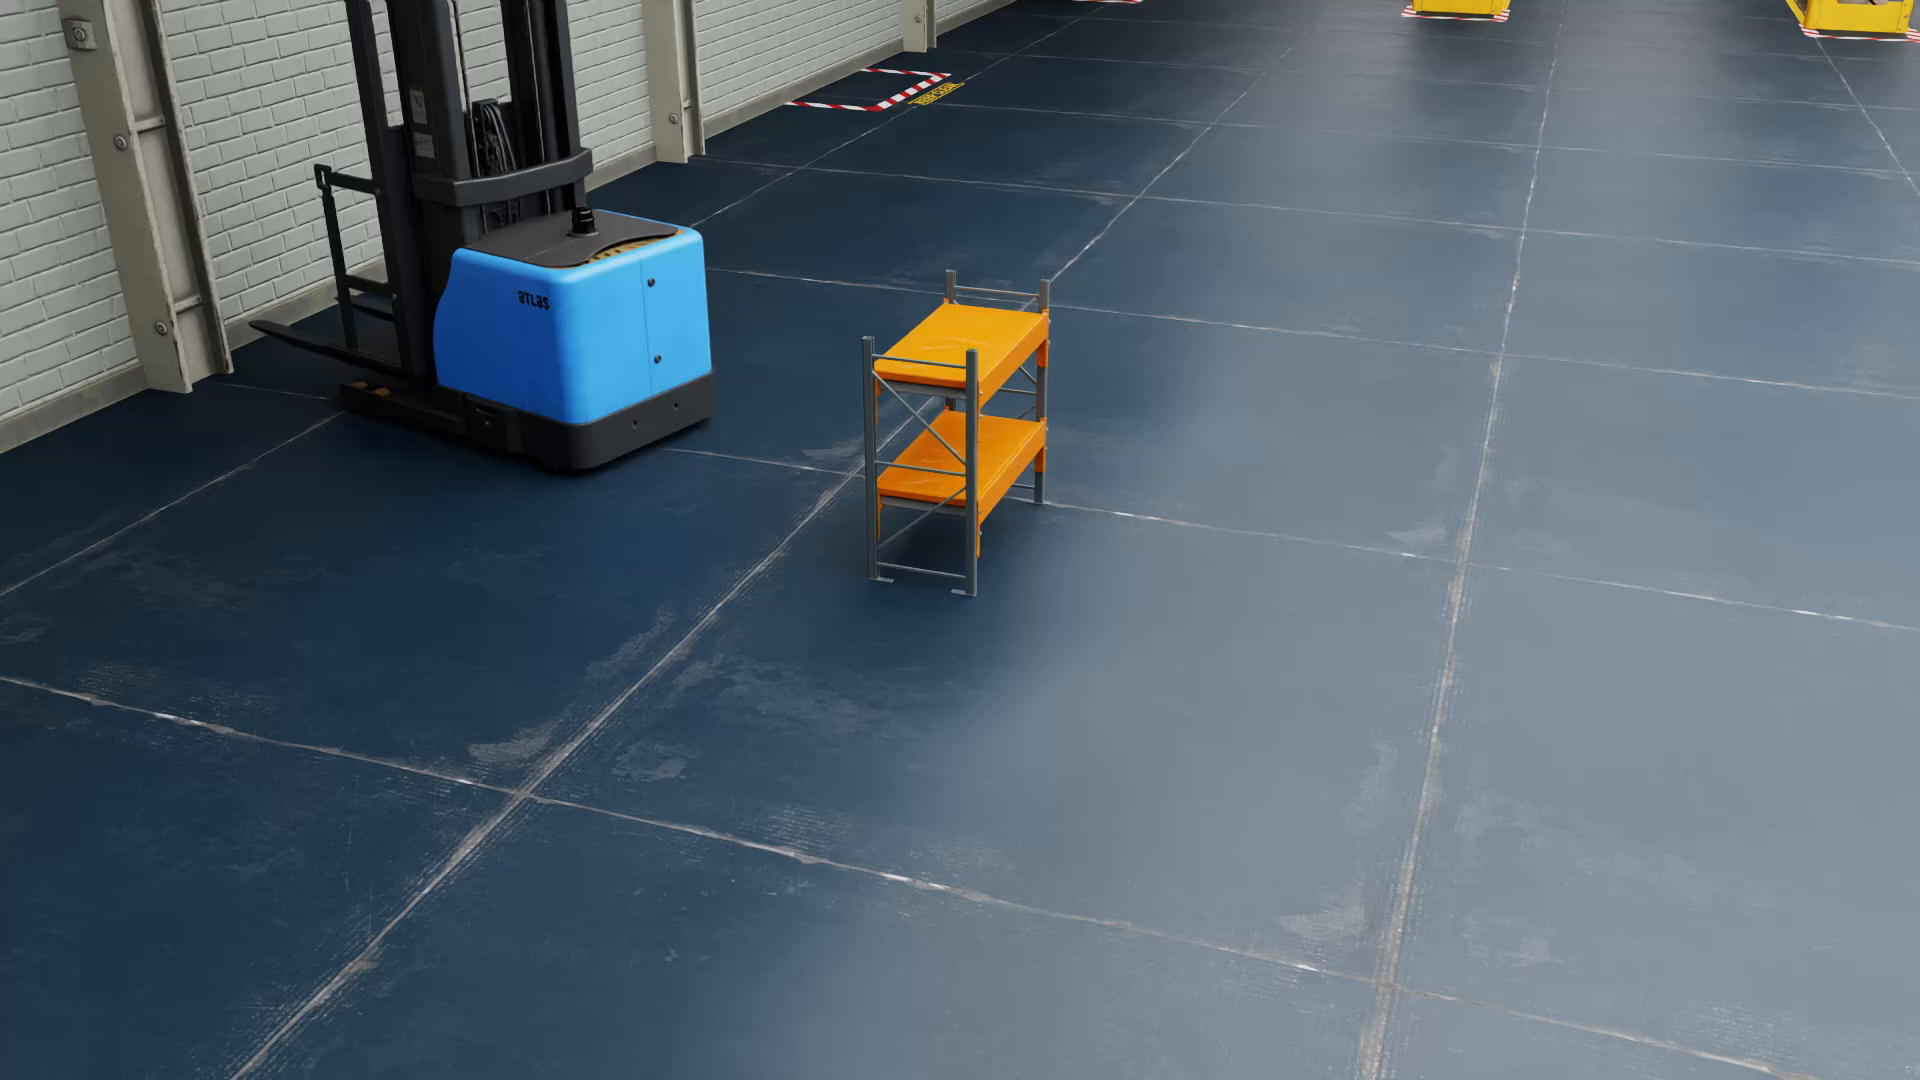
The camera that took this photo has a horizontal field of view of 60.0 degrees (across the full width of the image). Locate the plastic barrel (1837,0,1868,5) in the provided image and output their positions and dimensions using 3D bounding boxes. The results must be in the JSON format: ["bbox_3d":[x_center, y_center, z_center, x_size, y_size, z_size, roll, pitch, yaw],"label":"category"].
[{"bbox_3d":[11.575,-7.186,21.522,0.421,0.512,0.421,0,26,0],"label":"plastic barrel"}]

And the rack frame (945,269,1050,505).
[{"bbox_3d":[0.171,-0.718,7.942,0.500,1.125,0.032,9,27,17],"label":"rack frame"}]

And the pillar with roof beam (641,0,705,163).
[{"bbox_3d":[1.569,-6.829,11.528,9.100,9.000,0.400,9,27,17],"label":"pillar with roof beam"}]

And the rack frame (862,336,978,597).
[{"bbox_3d":[-0.167,-0.300,7.079,0.500,1.125,0.032,9,27,17],"label":"rack frame"}]

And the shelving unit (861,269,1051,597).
[{"bbox_3d":[0.002,-0.509,7.511,0.538,1.125,1.048,9,27,17],"label":"shelving unit"}]

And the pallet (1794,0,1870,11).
[{"bbox_3d":[12.092,-7.450,22.896,1.003,0.211,1.213,9,27,17],"label":"pallet"}]

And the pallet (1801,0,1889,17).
[{"bbox_3d":[11.684,-6.951,21.864,1.003,0.211,1.213,9,27,17],"label":"pallet"}]

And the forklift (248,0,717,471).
[{"bbox_3d":[-2.817,-2.153,8.834,3.031,2.935,1.130,17,31,31],"label":"forklift"}]

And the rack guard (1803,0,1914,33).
[{"bbox_3d":[11.409,-6.748,21.113,1.175,0.500,0.348,9,27,17],"label":"rack guard"}]

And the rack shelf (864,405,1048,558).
[{"bbox_3d":[0.002,-0.289,7.617,0.538,0.278,1.000,9,27,17],"label":"rack shelf"}]

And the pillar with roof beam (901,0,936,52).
[{"bbox_3d":[3.566,-9.295,16.621,9.100,9.000,0.400,9,27,17],"label":"pillar with roof beam"}]

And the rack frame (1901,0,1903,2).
[{"bbox_3d":[11.428,-7.835,20.489,1.000,3.000,0.127,9,27,17],"label":"rack frame"}]

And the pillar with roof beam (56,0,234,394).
[{"bbox_3d":[-0.427,-4.363,6.436,9.100,9.000,0.400,9,27,17],"label":"pillar with roof beam"}]

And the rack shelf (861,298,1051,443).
[{"bbox_3d":[0.002,-0.772,7.383,0.538,0.278,1.000,9,27,17],"label":"rack shelf"}]

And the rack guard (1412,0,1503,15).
[{"bbox_3d":[6.750,-7.420,22.501,1.175,0.500,0.348,9,27,17],"label":"rack guard"}]
